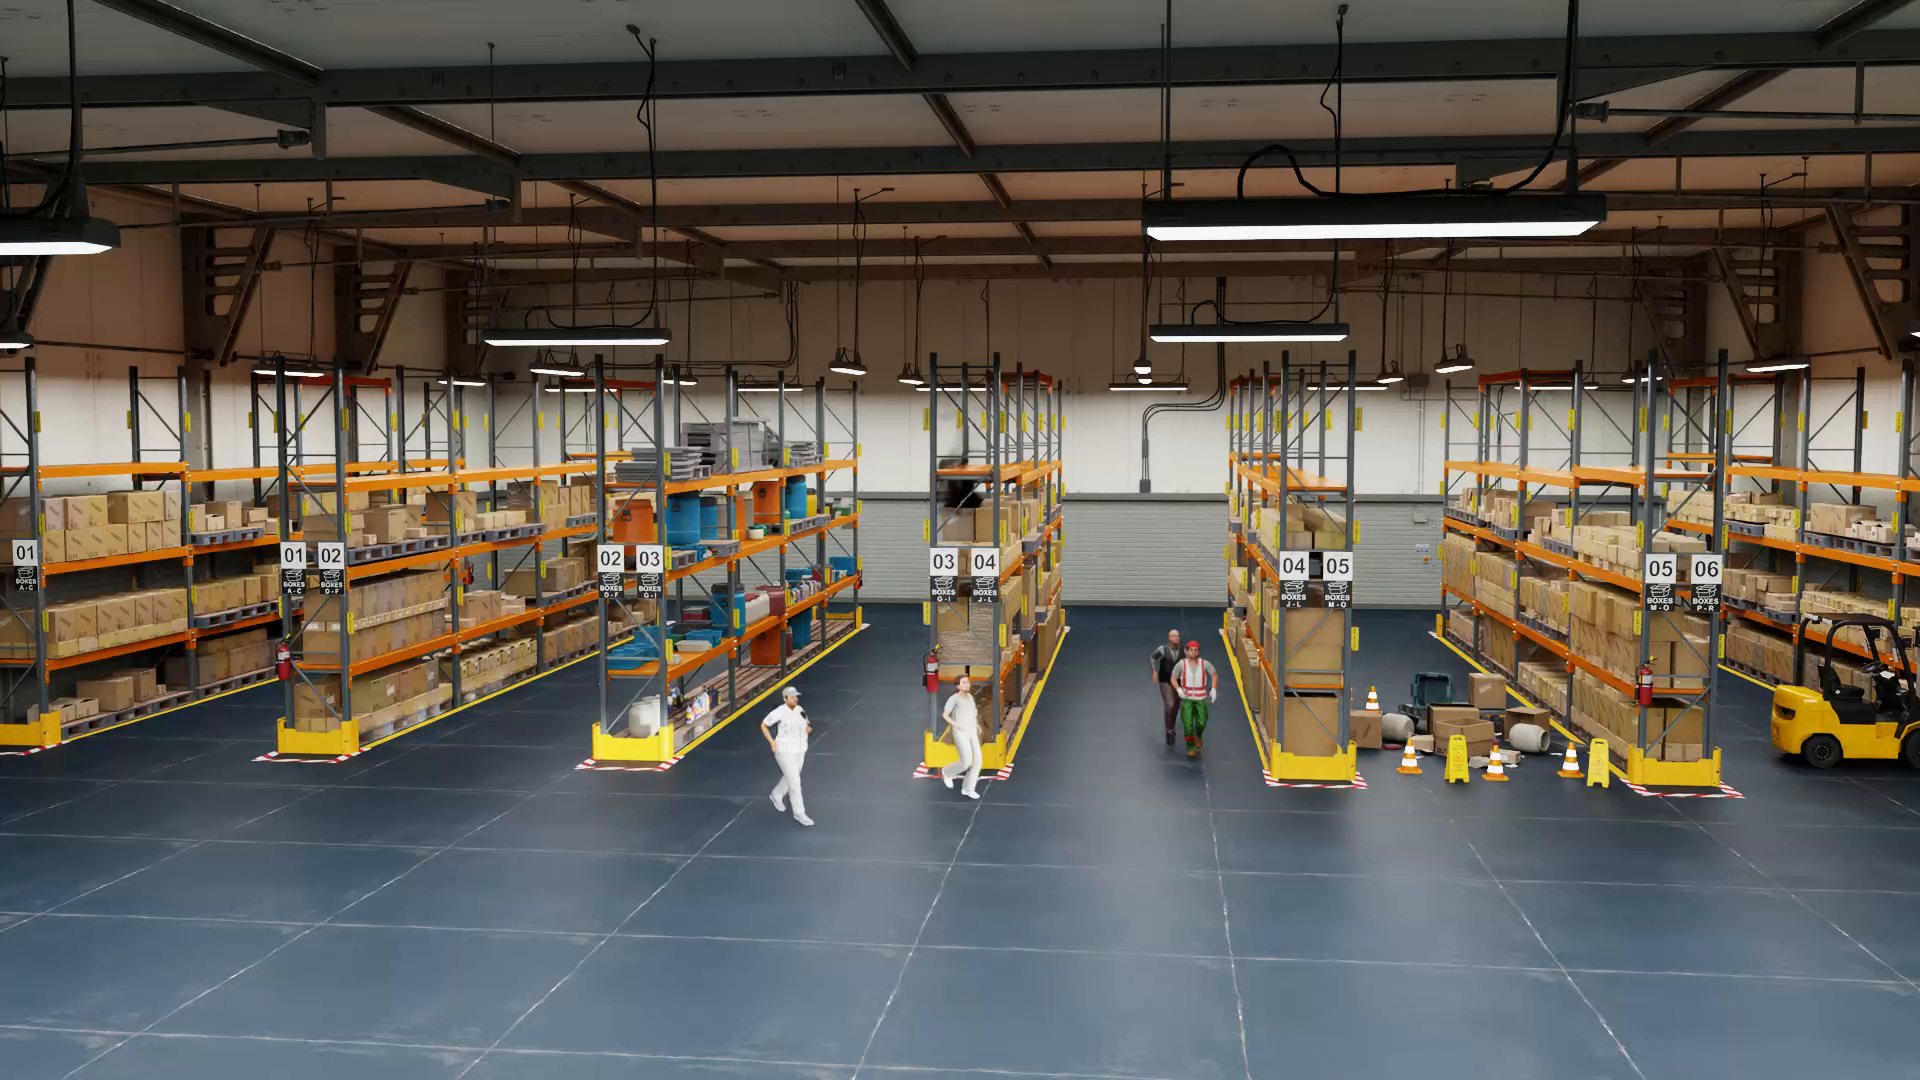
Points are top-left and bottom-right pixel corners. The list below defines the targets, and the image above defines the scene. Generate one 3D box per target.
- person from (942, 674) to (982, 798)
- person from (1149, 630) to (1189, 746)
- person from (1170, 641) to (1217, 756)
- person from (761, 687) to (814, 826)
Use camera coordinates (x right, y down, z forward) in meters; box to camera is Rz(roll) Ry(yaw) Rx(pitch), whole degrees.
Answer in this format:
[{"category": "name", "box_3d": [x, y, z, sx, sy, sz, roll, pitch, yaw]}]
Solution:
[{"category": "person", "box_3d": [0.022, 2.622, 22.322, 0.579, 1.645, 0.629, -4, 6, -44]}, {"category": "person", "box_3d": [3.342, 2.326, 26.104, 0.642, 1.690, 0.776, -1, 4, -11]}, {"category": "person", "box_3d": [3.500, 2.370, 24.863, 0.707, 1.742, 0.624, 0, 4, 4]}, {"category": "person", "box_3d": [-2.124, 2.675, 20.892, 0.901, 1.676, 0.598, 3, 5, 40]}]
